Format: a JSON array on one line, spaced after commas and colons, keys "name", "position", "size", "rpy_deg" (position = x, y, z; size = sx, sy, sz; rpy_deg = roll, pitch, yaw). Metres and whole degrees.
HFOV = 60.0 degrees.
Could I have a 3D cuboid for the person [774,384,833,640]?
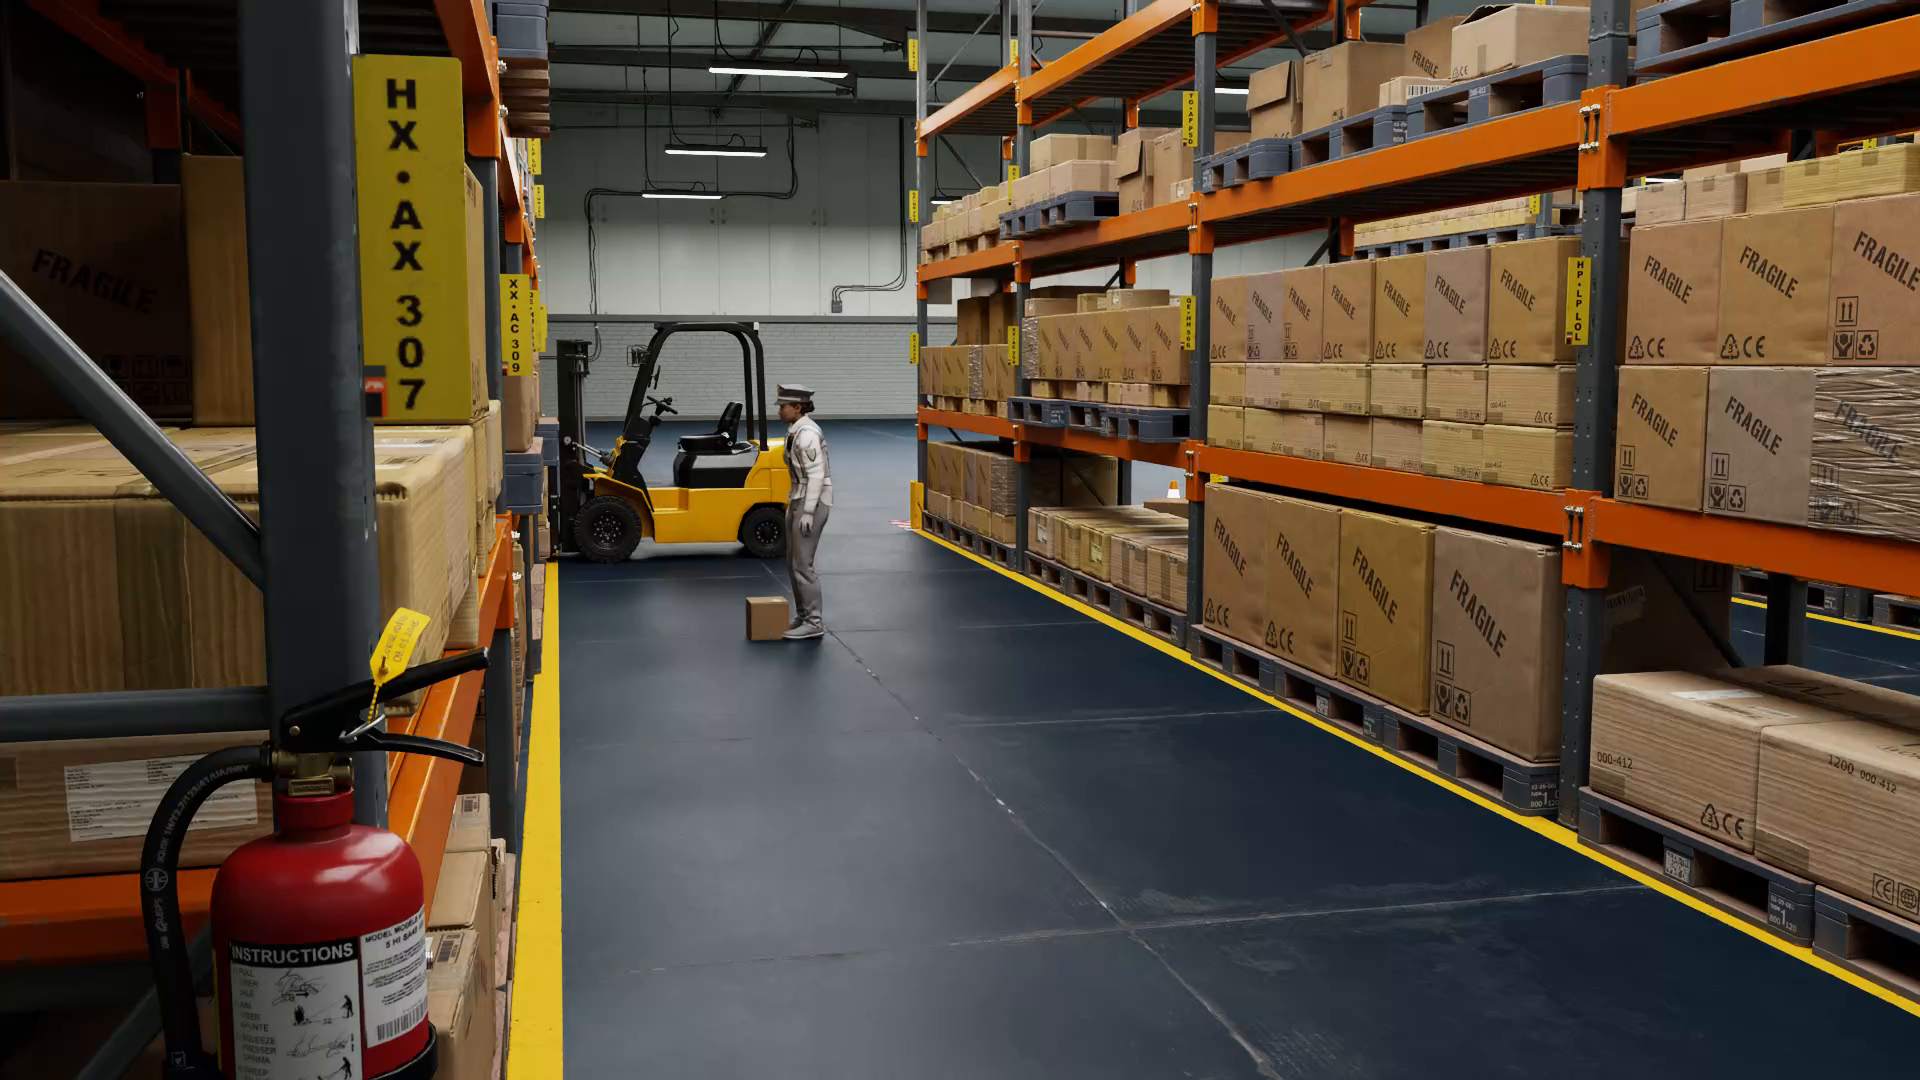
[{"name": "person", "position": [-1.032, -0.192, 10.925], "size": [0.376, 1.663, 0.544], "rpy_deg": [-2, 7, -17]}]
